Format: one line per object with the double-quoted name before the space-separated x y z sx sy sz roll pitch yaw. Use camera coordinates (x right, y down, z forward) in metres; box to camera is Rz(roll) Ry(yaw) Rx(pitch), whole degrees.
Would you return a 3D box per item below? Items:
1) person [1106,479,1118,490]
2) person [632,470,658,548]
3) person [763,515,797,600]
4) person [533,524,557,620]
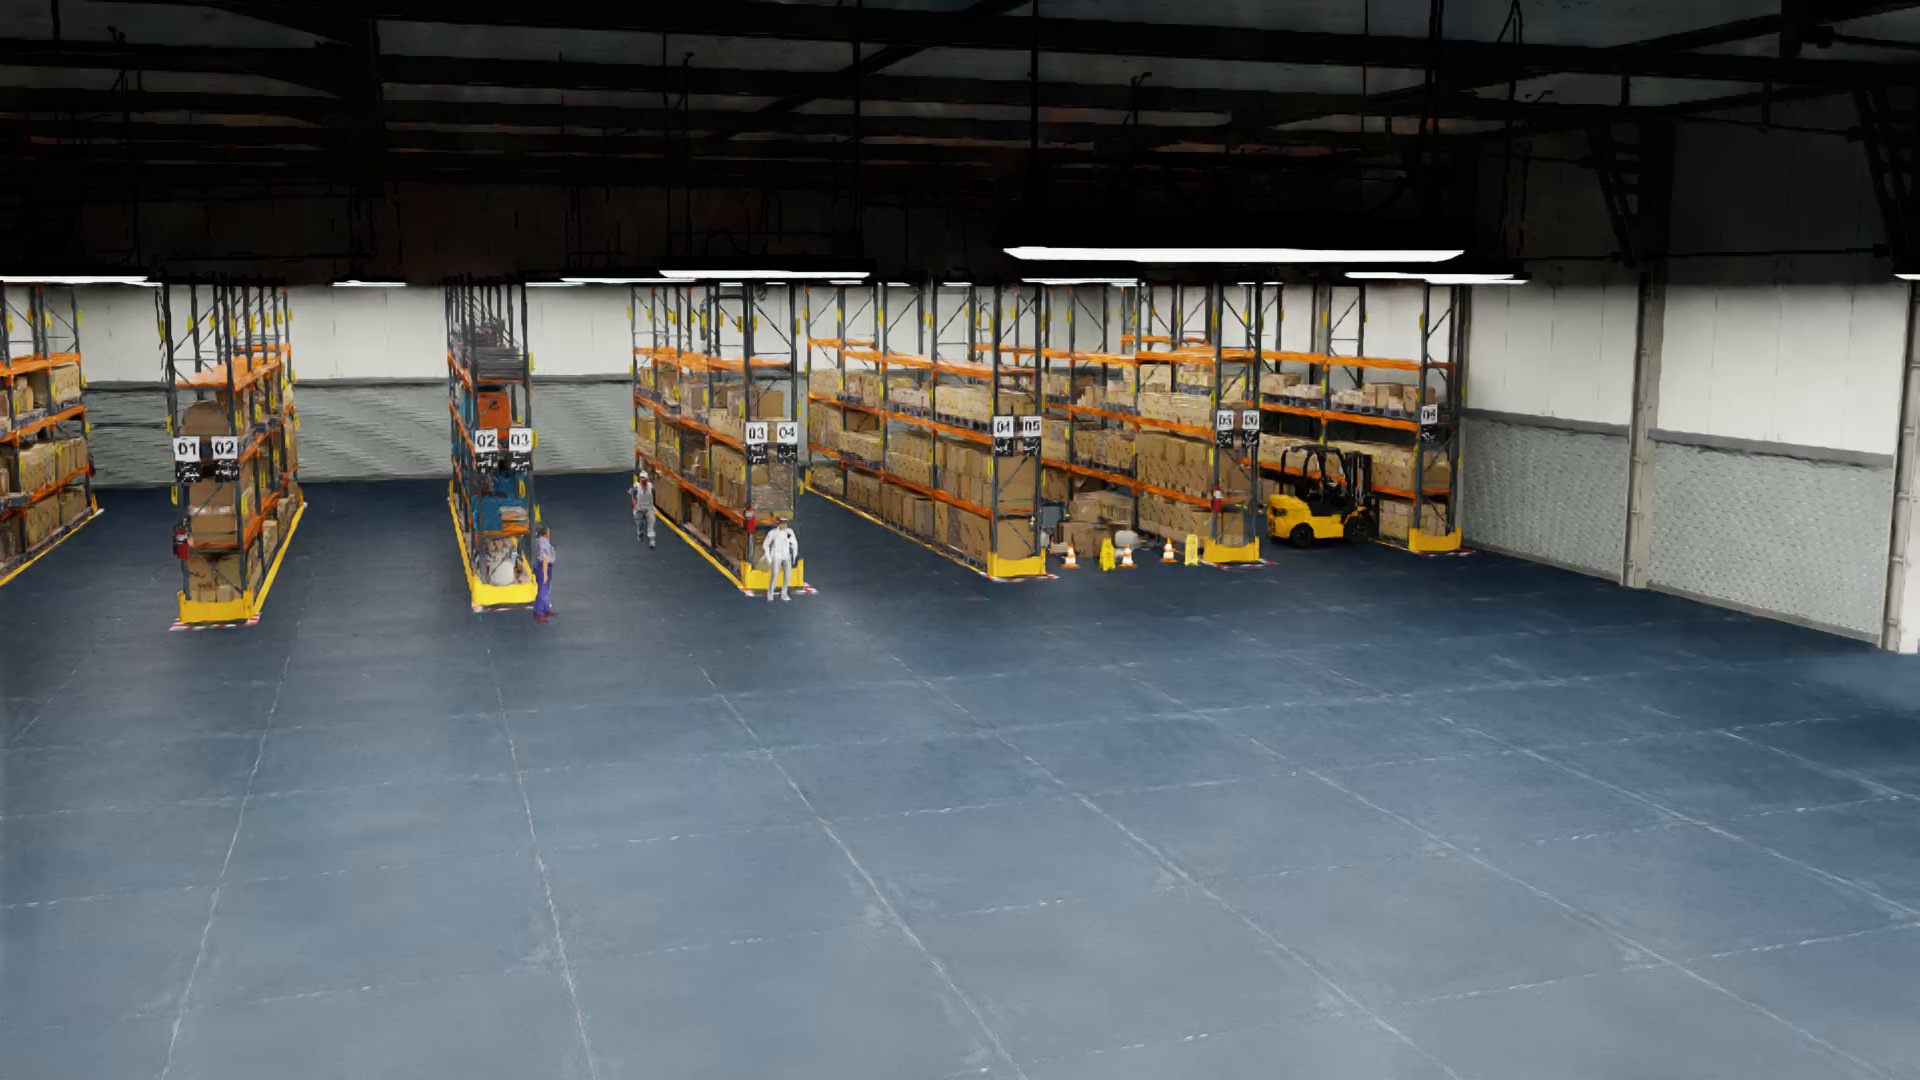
"person" 4.244 -2.316 47.586 0.586 1.718 0.638 1 9 3
"person" -7.012 -0.700 36.948 0.553 1.709 1.123 -3 9 -16
"person" -3.303 0.317 30.639 0.639 1.632 0.506 -3 9 -19
"person" -7.253 0.544 29.016 0.488 1.643 0.670 -4 10 -26
